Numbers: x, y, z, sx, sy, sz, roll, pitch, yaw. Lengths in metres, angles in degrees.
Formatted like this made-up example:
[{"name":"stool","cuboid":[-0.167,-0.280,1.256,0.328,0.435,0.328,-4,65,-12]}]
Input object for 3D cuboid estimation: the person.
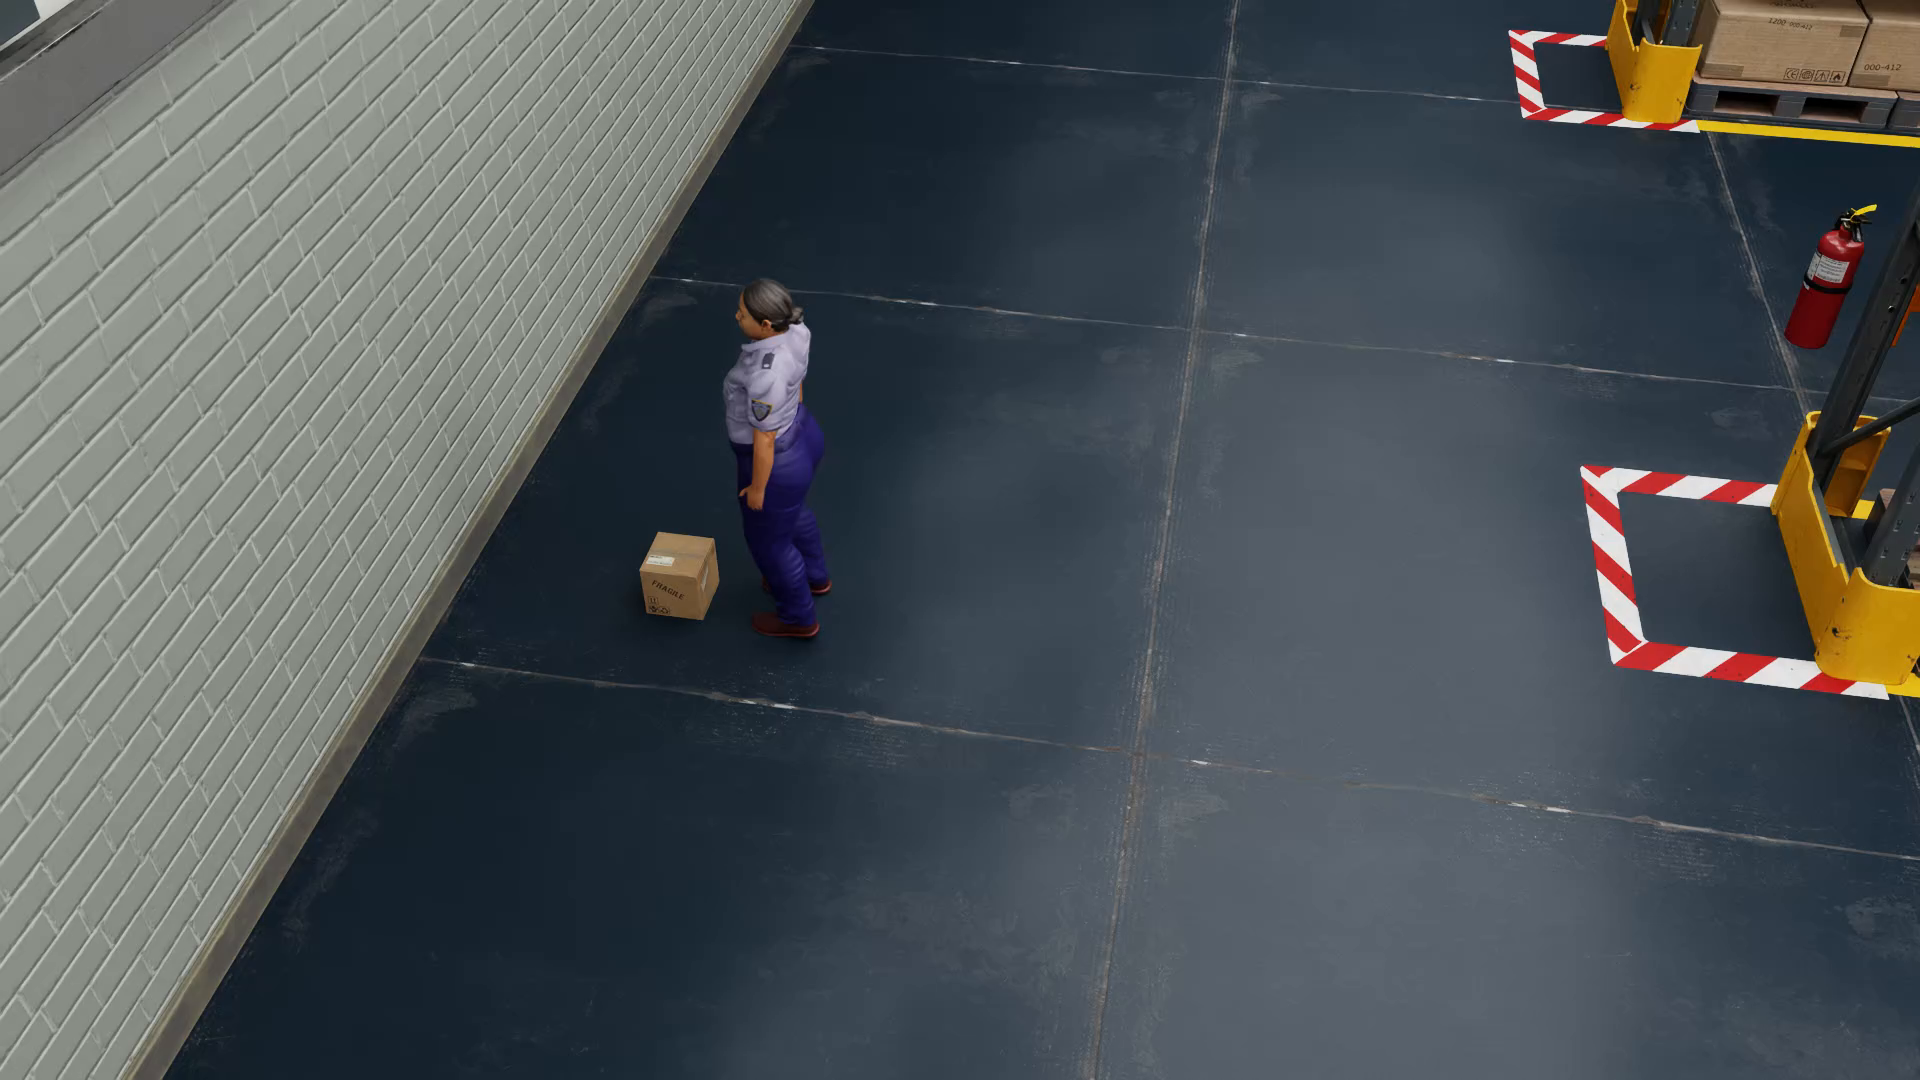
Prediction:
[{"name":"person","cuboid":[-0.728,-0.313,6.540,0.343,1.648,0.467,7,41,9]}]
